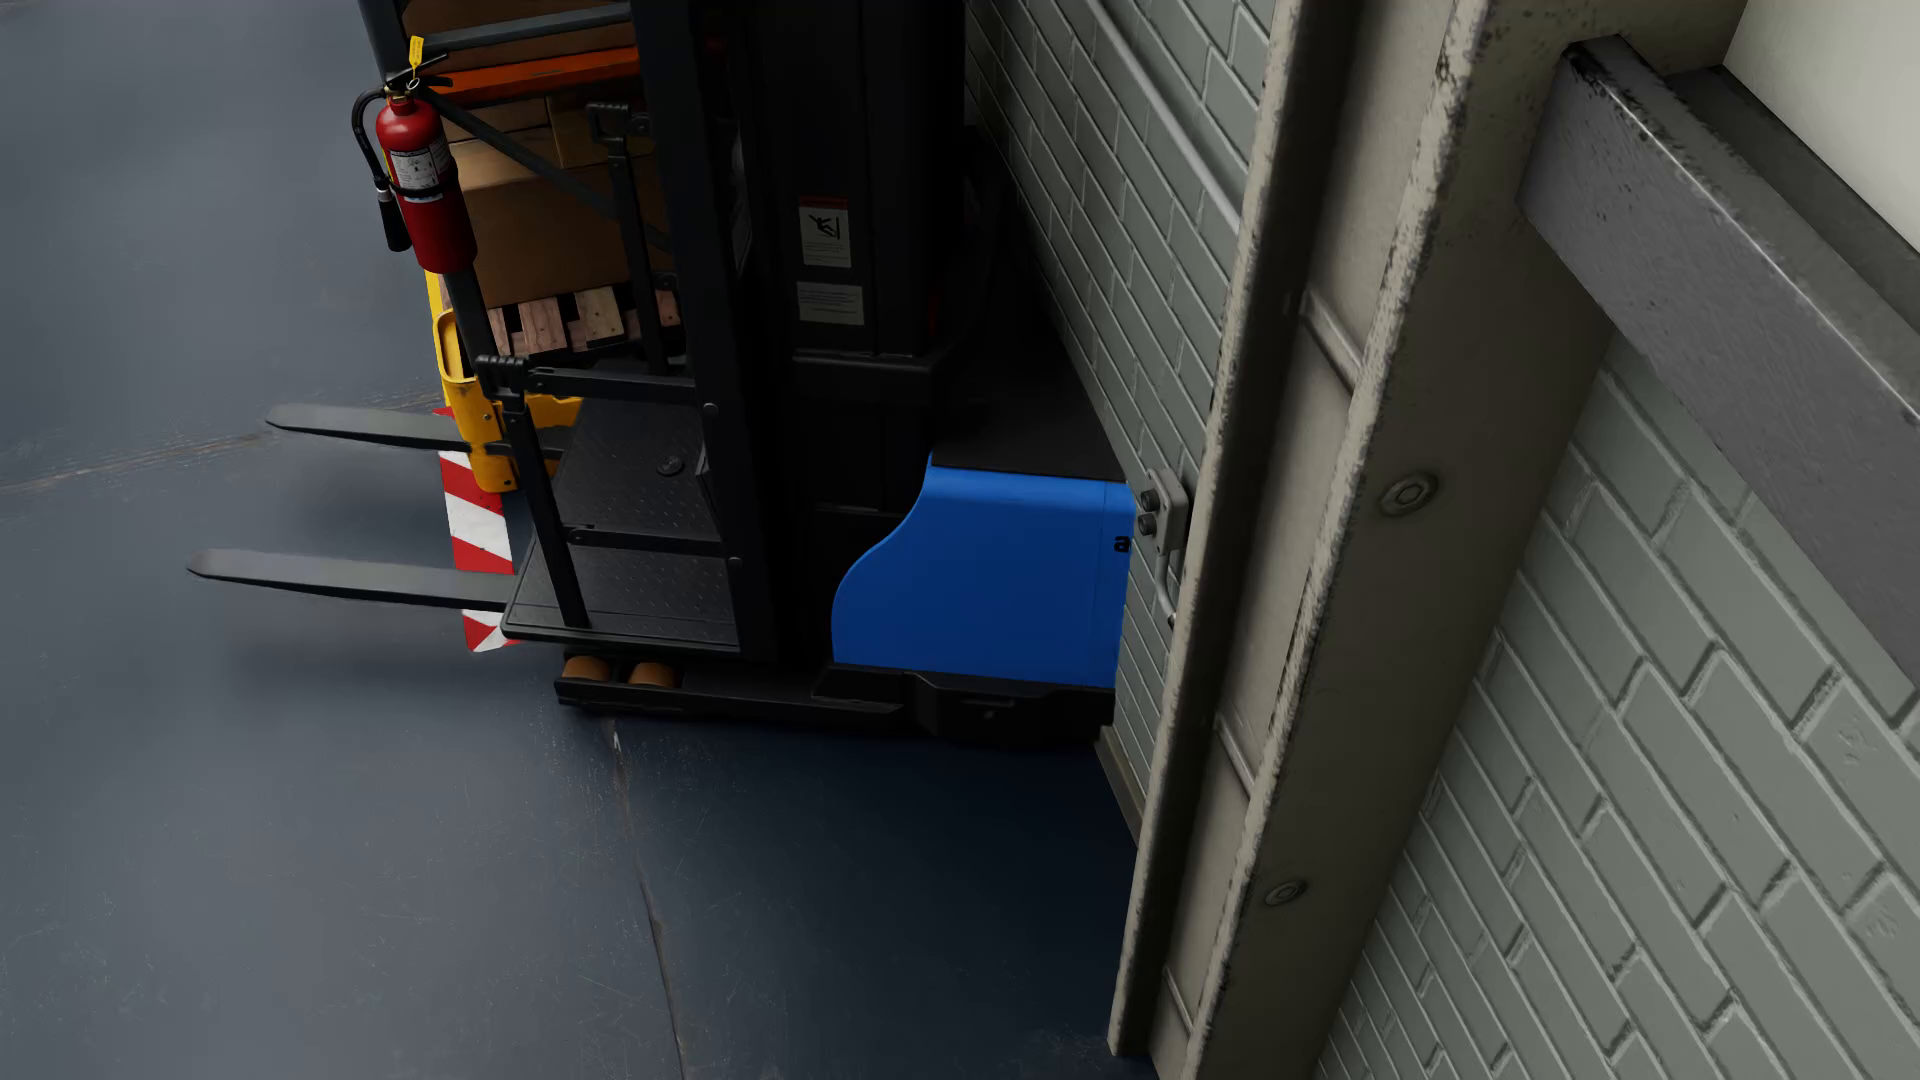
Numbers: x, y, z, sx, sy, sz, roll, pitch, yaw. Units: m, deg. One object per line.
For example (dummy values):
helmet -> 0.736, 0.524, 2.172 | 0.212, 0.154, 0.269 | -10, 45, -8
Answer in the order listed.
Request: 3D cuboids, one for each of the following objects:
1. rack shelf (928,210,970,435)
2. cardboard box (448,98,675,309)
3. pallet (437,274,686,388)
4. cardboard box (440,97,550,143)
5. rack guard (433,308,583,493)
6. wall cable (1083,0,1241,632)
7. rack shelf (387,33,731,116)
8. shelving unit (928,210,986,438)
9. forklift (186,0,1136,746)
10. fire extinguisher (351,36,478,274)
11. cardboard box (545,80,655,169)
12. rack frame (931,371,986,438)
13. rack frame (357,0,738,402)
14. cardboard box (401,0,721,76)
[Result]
rack shelf -> 0.009, -0.562, 4.624 | 0.538, 0.278, 1.000 | 2, 44, -24
cardboard box -> -1.353, -1.199, 5.659 | 0.700, 0.500, 0.500 | -13, 51, -11
pallet -> -1.362, -1.048, 5.995 | 1.003, 0.211, 1.213 | -13, 51, -11
cardboard box -> -1.565, -1.460, 5.455 | 0.380, 0.149, 0.250 | -14, 51, -11
rack guard -> -1.044, -0.557, 5.393 | 1.175, 0.500, 0.348 | -13, 51, -11
wall cable -> 0.231, -0.986, 3.455 | 0.084, 1.984, 1.851 | -13, 51, -11
rack shelf -> -1.642, -2.609, 5.958 | 1.077, 0.370, 4.000 | -13, 51, -11
shelving unit -> -0.082, -0.356, 4.812 | 0.538, 1.125, 1.048 | 2, 44, -24
forklift -> -0.736, -0.837, 4.038 | 3.031, 2.935, 1.130 | 5, 50, 4
fire extinguisher -> -1.447, -1.021, 4.443 | 0.296, 0.674, 0.183 | -13, 51, -11
cardboard box -> -1.125, -1.362, 5.372 | 0.380, 0.149, 0.250 | -13, 51, -11
rack frame -> 0.049, 0.005, 4.479 | 0.500, 1.125, 0.032 | 2, 44, -24
rack frame -> -1.051, -1.380, 4.452 | 1.000, 3.000, 0.127 | -13, 51, -11
cardboard box -> -1.211, -1.847, 4.649 | 0.980, 0.700, 0.700 | -11, 51, -9
